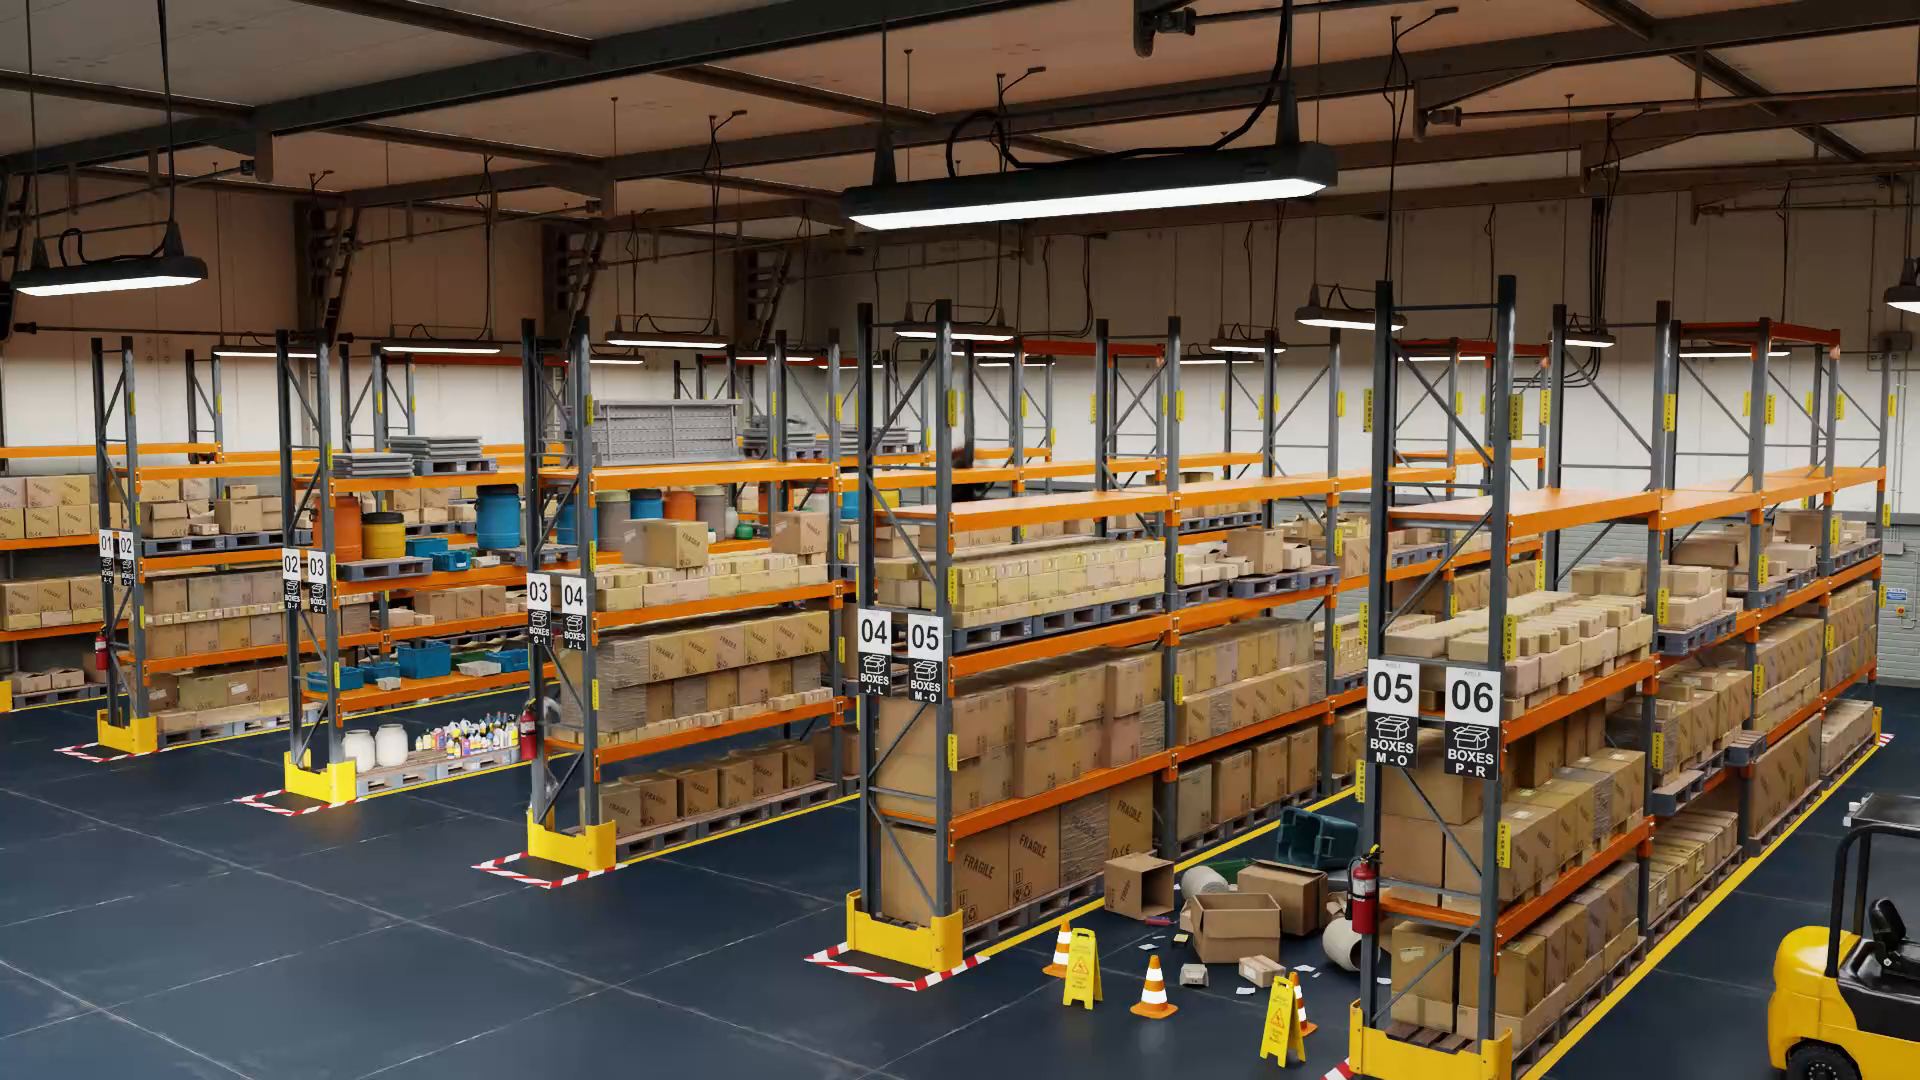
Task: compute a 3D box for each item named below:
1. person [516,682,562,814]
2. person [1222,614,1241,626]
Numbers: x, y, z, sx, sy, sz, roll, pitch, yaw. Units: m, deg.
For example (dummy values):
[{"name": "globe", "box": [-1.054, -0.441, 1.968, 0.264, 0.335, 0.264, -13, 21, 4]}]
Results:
[{"name": "person", "box": [-5.241, 2.539, 20.772, 0.575, 1.609, 0.830, 1, 5, 14]}, {"name": "person", "box": [4.526, 1.941, 27.292, 0.748, 1.724, 0.584, 3, 6, 33]}]
